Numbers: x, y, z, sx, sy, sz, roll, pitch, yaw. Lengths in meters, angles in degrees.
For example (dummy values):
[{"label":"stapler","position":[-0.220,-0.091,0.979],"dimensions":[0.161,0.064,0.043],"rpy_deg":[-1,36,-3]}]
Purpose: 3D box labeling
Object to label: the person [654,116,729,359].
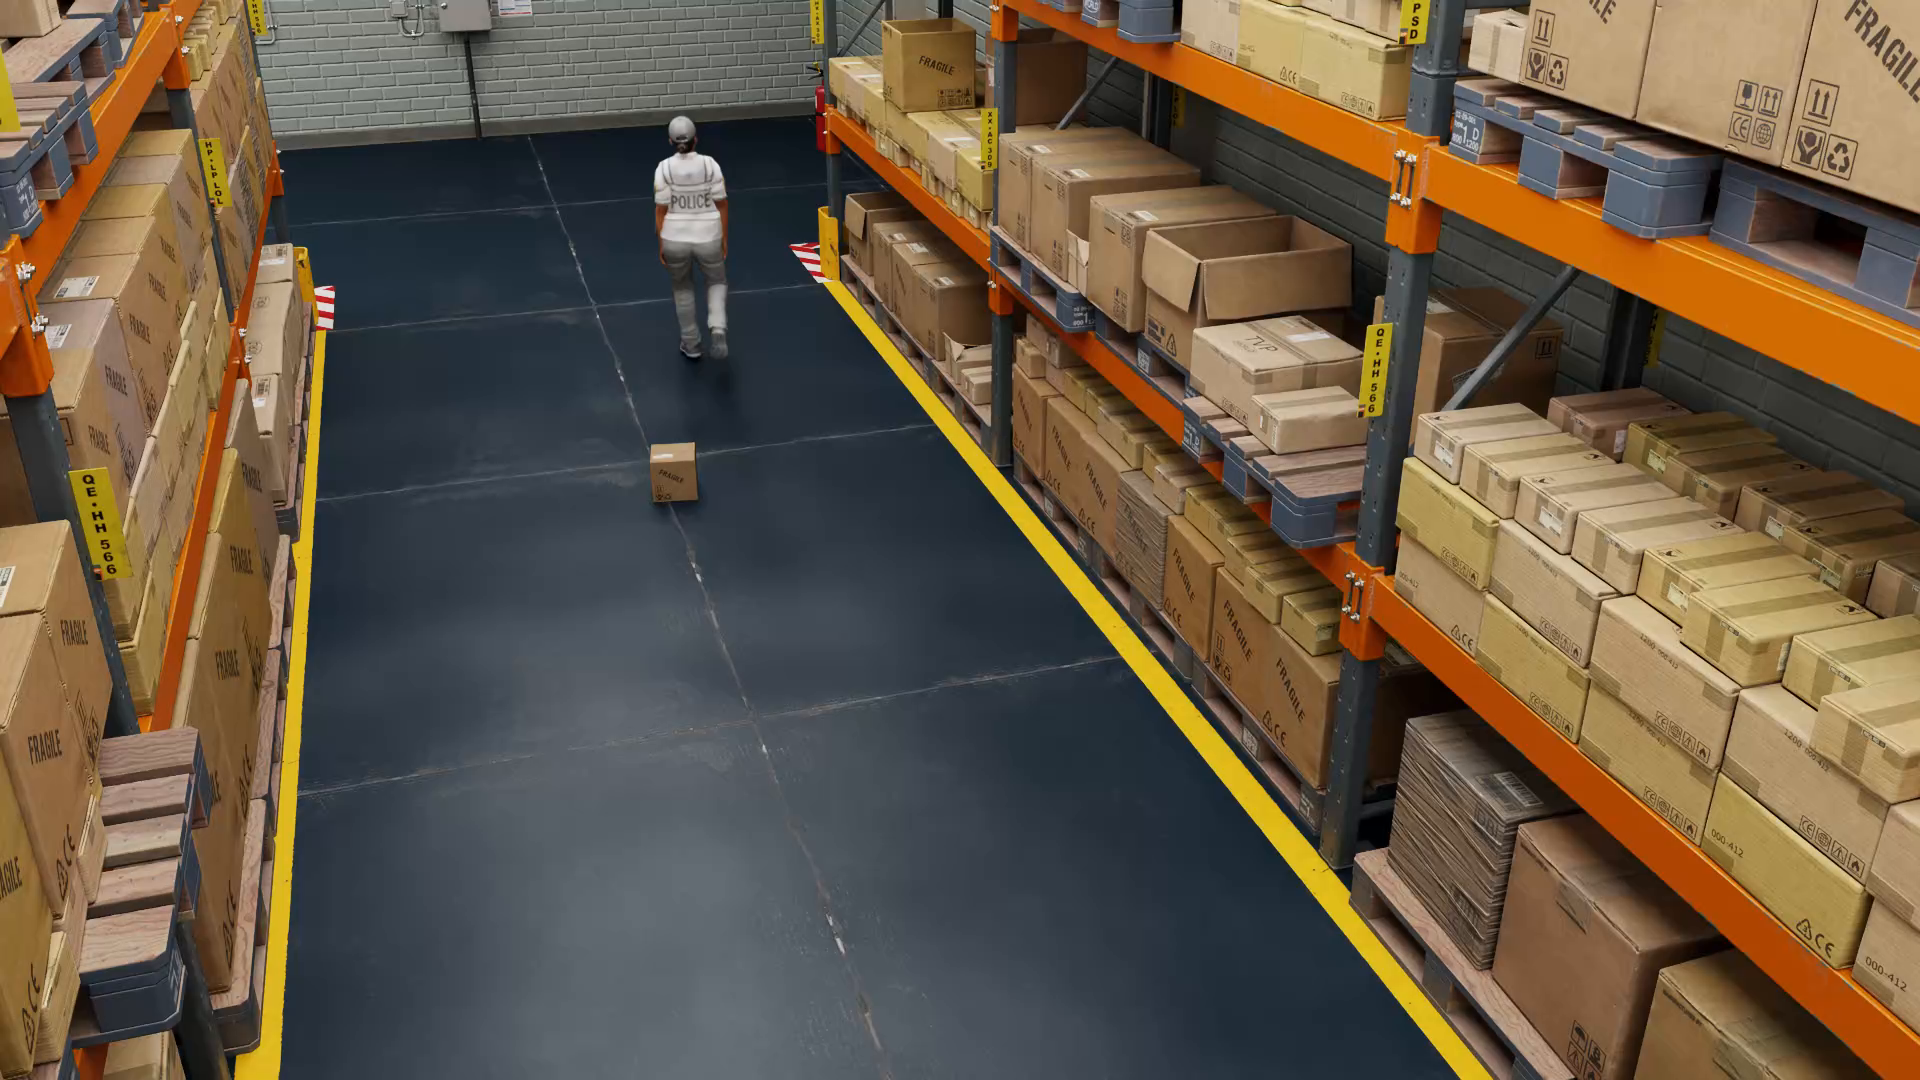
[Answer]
[{"label":"person","position":[-1.770,-1.980,11.042],"dimensions":[0.488,1.647,0.608],"rpy_deg":[-6,27,-12]}]
